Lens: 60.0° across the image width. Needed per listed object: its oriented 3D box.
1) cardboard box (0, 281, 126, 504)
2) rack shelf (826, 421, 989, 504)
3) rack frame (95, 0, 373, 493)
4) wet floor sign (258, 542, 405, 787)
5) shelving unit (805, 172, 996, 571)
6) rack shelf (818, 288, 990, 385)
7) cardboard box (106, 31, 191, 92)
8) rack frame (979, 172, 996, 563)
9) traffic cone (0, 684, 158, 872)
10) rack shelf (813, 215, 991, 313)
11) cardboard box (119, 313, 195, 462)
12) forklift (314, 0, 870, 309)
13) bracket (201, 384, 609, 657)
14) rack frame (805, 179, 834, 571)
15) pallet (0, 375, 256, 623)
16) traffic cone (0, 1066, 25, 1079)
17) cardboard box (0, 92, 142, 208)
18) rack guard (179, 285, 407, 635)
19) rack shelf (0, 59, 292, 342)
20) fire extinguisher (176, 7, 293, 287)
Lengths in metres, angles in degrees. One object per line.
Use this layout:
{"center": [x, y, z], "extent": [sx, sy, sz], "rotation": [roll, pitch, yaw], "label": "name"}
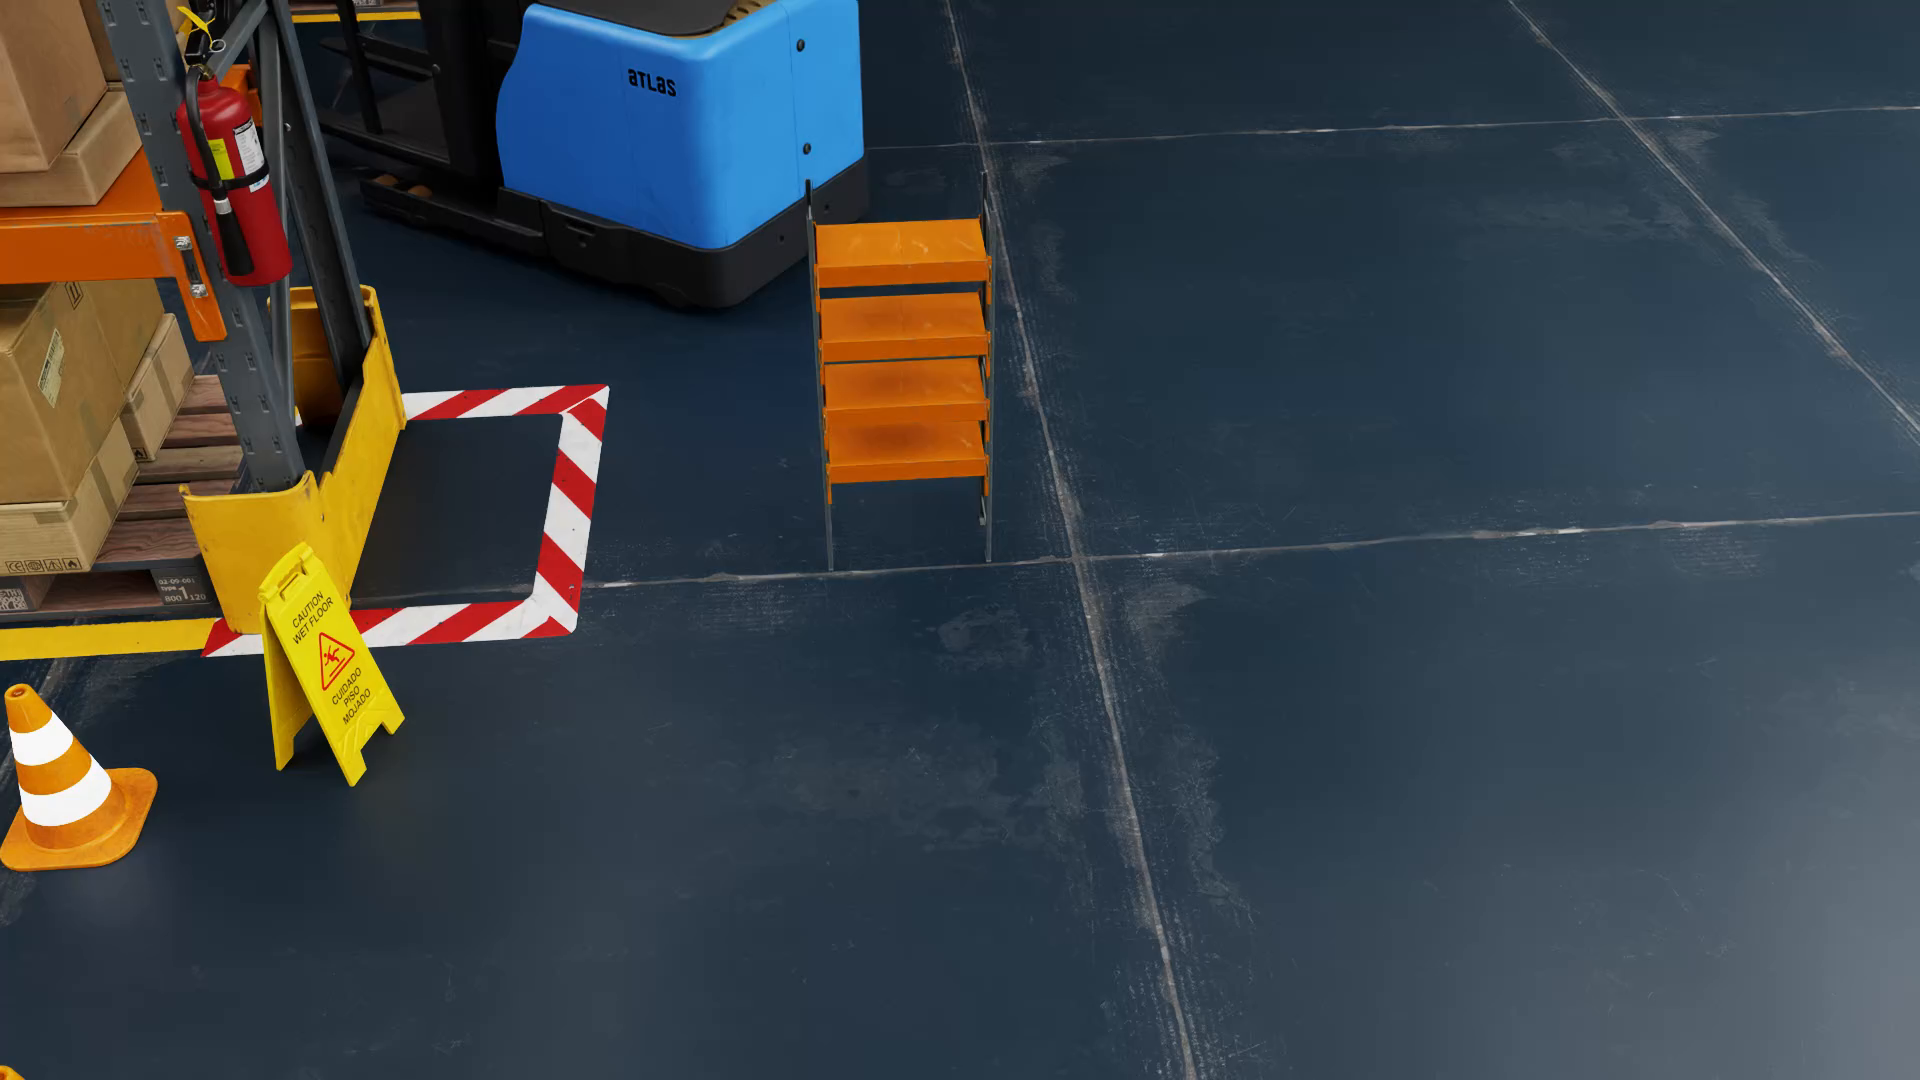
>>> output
{"center": [-2.747, -0.444, 4.666], "extent": [0.500, 0.500, 0.500], "rotation": [-3, 38, -4], "label": "cardboard box"}
{"center": [-0.165, -0.253, 5.032], "extent": [0.480, 0.148, 0.258], "rotation": [-3, 38, -4], "label": "rack shelf"}
{"center": [-1.972, -1.269, 4.436], "extent": [0.127, 3.000, 1.000], "rotation": [-3, 38, -4], "label": "rack frame"}
{"center": [-1.688, 0.305, 4.342], "extent": [0.232, 0.644, 0.267], "rotation": [9, 39, 12], "label": "wet floor sign"}
{"center": [-0.165, -0.462, 4.867], "extent": [0.503, 1.200, 0.258], "rotation": [-3, 38, -4], "label": "shelving unit"}
{"center": [-0.165, -0.585, 4.770], "extent": [0.480, 0.148, 0.258], "rotation": [-3, 38, -4], "label": "rack shelf"}
{"center": [-2.329, -1.279, 4.652], "extent": [0.250, 0.149, 0.380], "rotation": [-3, 38, -4], "label": "cardboard box"}
{"center": [0.078, -0.475, 4.884], "extent": [0.015, 1.200, 0.240], "rotation": [-3, 38, -4], "label": "rack frame"}
{"center": [-2.286, 0.547, 4.184], "extent": [0.334, 0.463, 0.336], "rotation": [-3, 38, -4], "label": "traffic cone"}
{"center": [-0.165, -0.770, 4.623], "extent": [0.480, 0.148, 0.258], "rotation": [-3, 38, -4], "label": "rack shelf"}
{"center": [-2.800, -0.481, 5.318], "extent": [0.500, 0.250, 0.500], "rotation": [-3, 38, -4], "label": "cardboard box"}
{"center": [-1.900, -2.704, 6.310], "extent": [3.031, 2.935, 1.130], "rotation": [21, 43, 24], "label": "forklift"}
{"center": [-1.724, -0.110, 5.390], "extent": [1.079, 0.001, 1.378], "rotation": [-3, 38, -4], "label": "bracket"}
{"center": [-0.408, -0.449, 4.850], "extent": [0.015, 1.200, 0.240], "rotation": [-3, 38, -4], "label": "rack frame"}
{"center": [-2.860, -0.147, 5.266], "extent": [1.213, 0.211, 1.003], "rotation": [-3, 38, -4], "label": "pallet"}
{"center": [-1.849, 1.213, 3.339], "extent": [0.334, 0.463, 0.336], "rotation": [-3, 38, -4], "label": "traffic cone"}
{"center": [-2.326, -1.018, 4.321], "extent": [0.250, 0.149, 0.380], "rotation": [-2, 38, -2], "label": "cardboard box"}
{"center": [-2.048, -0.283, 5.205], "extent": [0.348, 0.500, 1.175], "rotation": [-3, 38, -4], "label": "rack guard"}
{"center": [-3.964, -0.877, 4.520], "extent": [4.000, 0.370, 1.077], "rotation": [-3, 38, -4], "label": "rack shelf"}
{"center": [-1.818, -0.960, 4.108], "extent": [0.183, 0.674, 0.296], "rotation": [-3, 38, -4], "label": "fire extinguisher"}
